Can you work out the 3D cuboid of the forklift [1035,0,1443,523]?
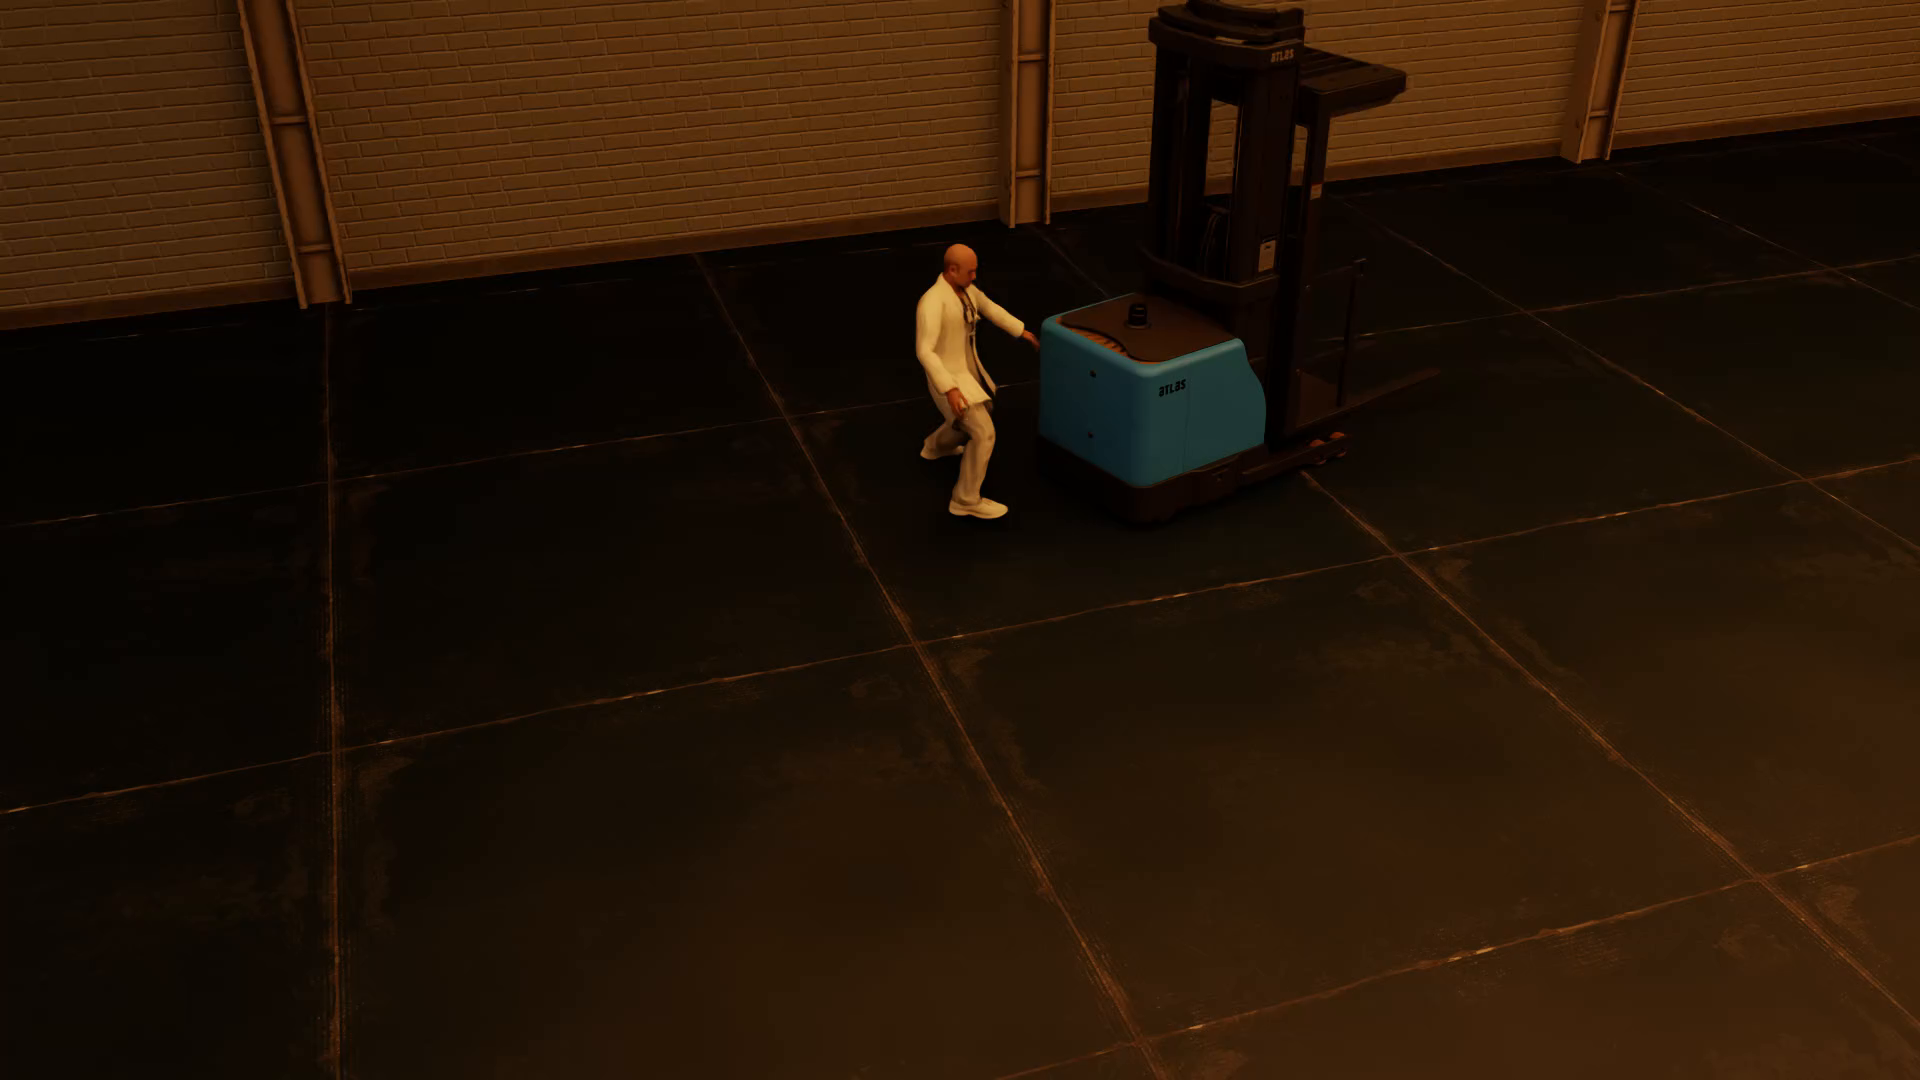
[{"bbox_3d":[1.971,-1.950,10.476,3.031,2.935,1.130,-20,36,-31],"label":"forklift"}]

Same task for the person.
[{"bbox_3d":[0.059,-1.038,10.267,0.879,1.640,1.011,13,33,22],"label":"person"}]
